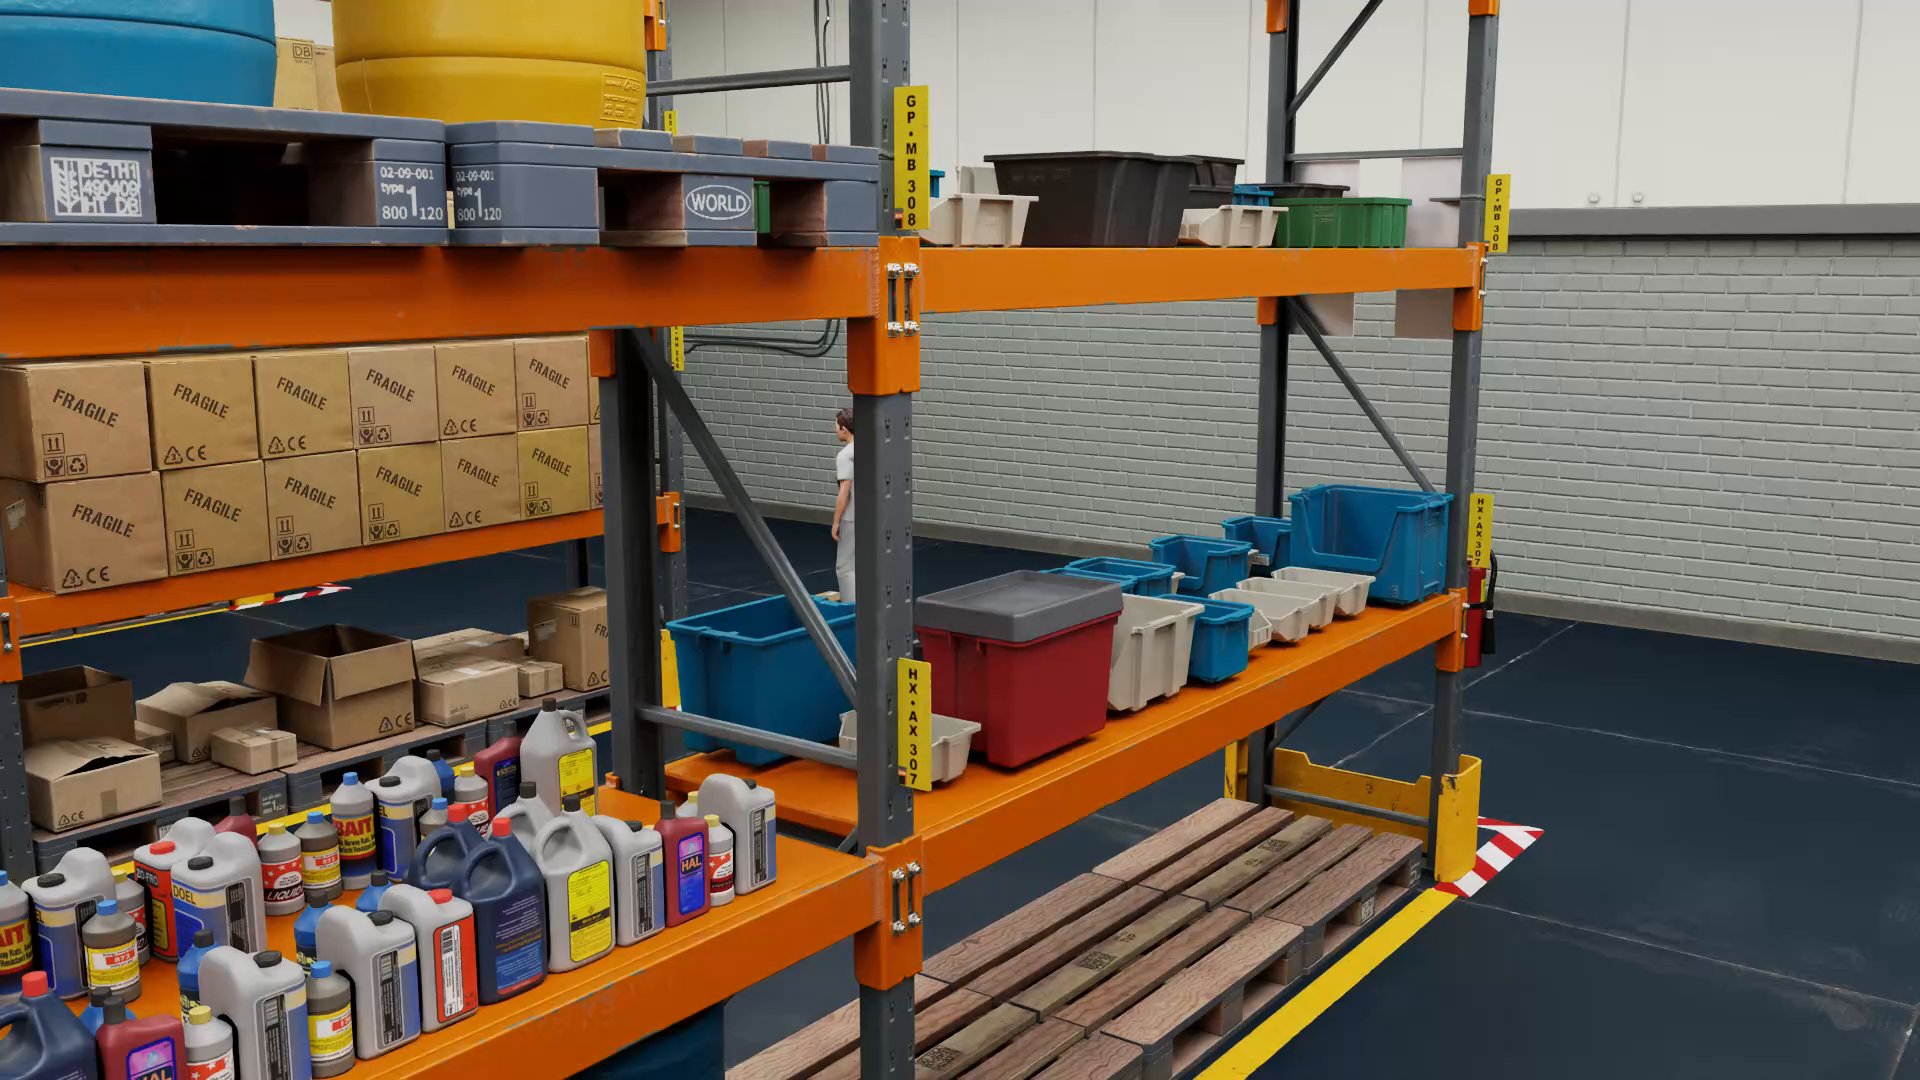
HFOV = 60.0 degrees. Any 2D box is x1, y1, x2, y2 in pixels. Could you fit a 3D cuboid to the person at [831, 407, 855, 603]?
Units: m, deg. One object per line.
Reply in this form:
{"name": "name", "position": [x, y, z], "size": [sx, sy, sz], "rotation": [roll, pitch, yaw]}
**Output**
{"name": "person", "position": [-0.749, -0.128, 12.198], "size": [0.353, 1.653, 0.512], "rotation": [7, 12, 33]}
